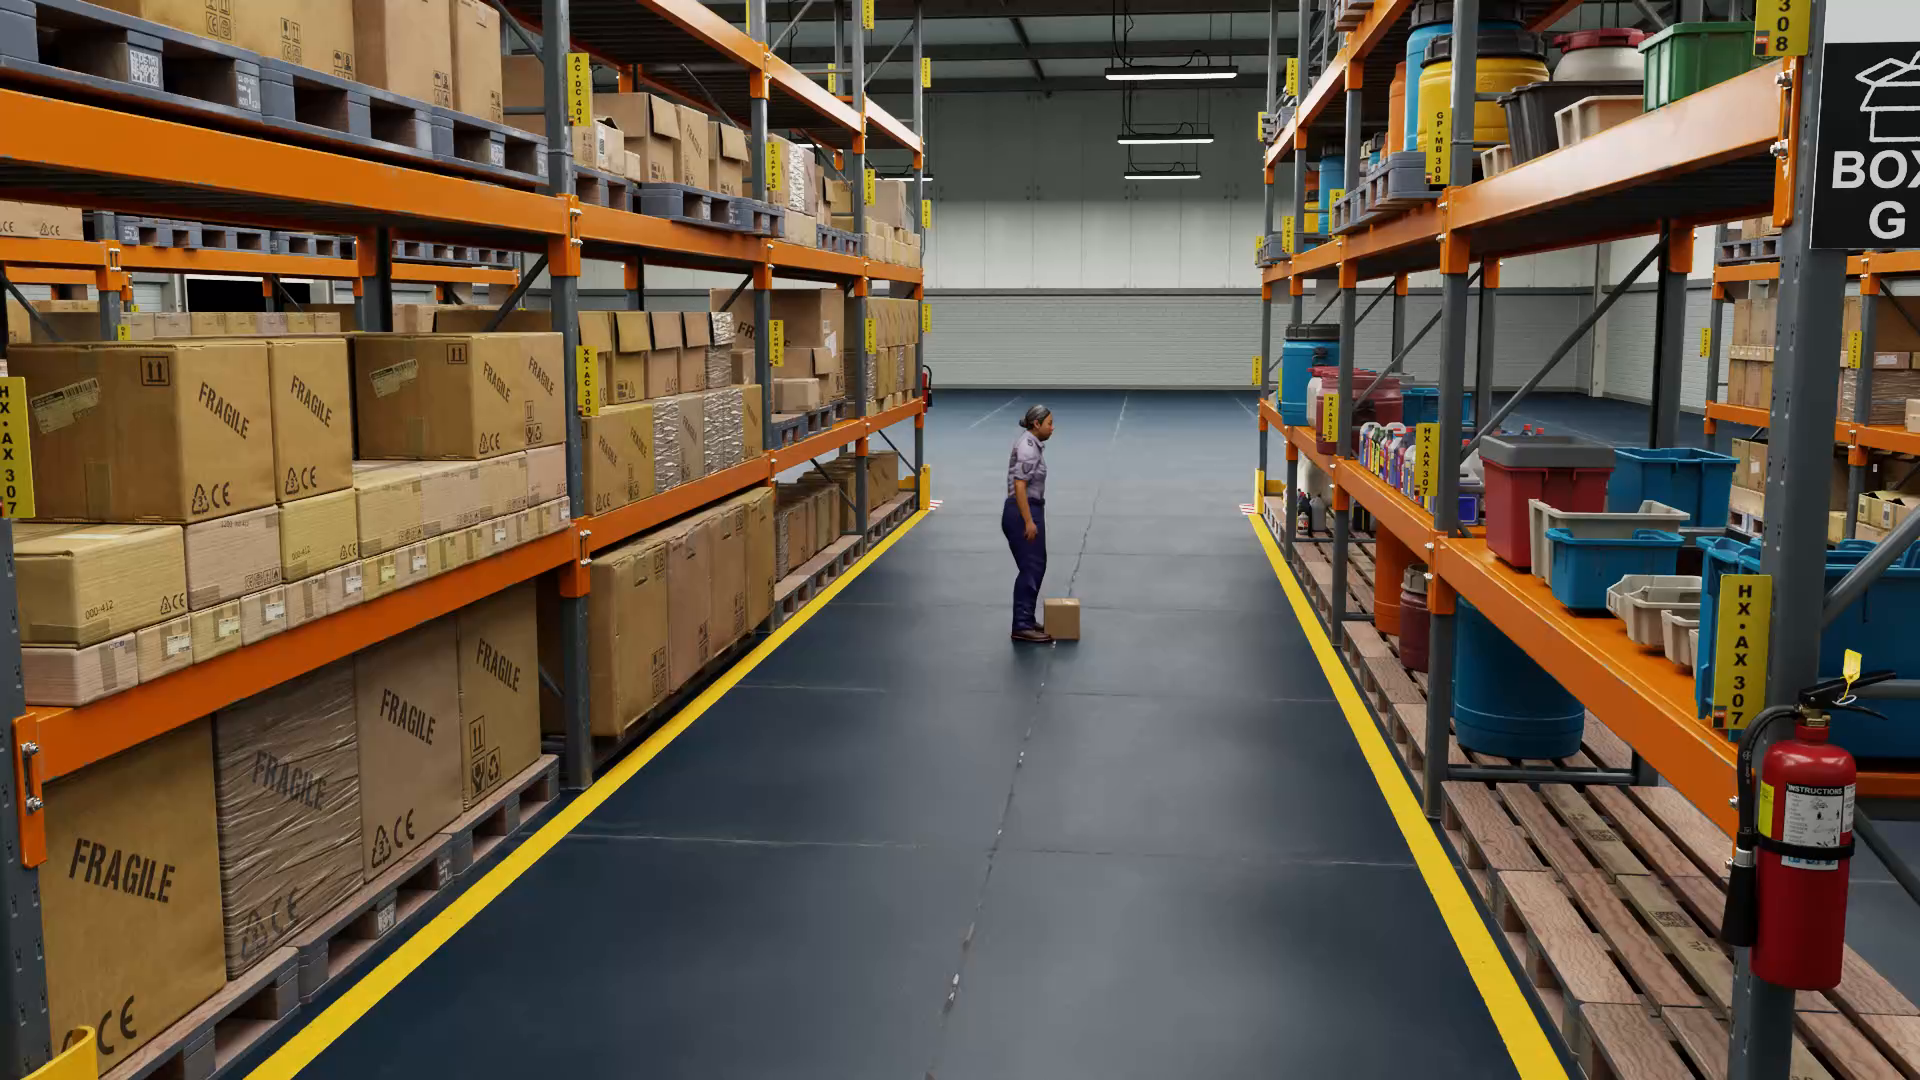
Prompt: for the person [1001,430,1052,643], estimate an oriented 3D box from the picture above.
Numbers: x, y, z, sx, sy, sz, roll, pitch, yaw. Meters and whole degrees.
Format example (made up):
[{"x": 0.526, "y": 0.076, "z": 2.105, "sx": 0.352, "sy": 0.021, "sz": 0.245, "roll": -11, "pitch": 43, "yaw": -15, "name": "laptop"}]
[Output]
[{"x": 0.485, "y": -0.046, "z": 11.817, "sx": 0.374, "sy": 1.477, "sz": 0.528, "roll": 1, "pitch": 8, "yaw": 6, "name": "person"}]
